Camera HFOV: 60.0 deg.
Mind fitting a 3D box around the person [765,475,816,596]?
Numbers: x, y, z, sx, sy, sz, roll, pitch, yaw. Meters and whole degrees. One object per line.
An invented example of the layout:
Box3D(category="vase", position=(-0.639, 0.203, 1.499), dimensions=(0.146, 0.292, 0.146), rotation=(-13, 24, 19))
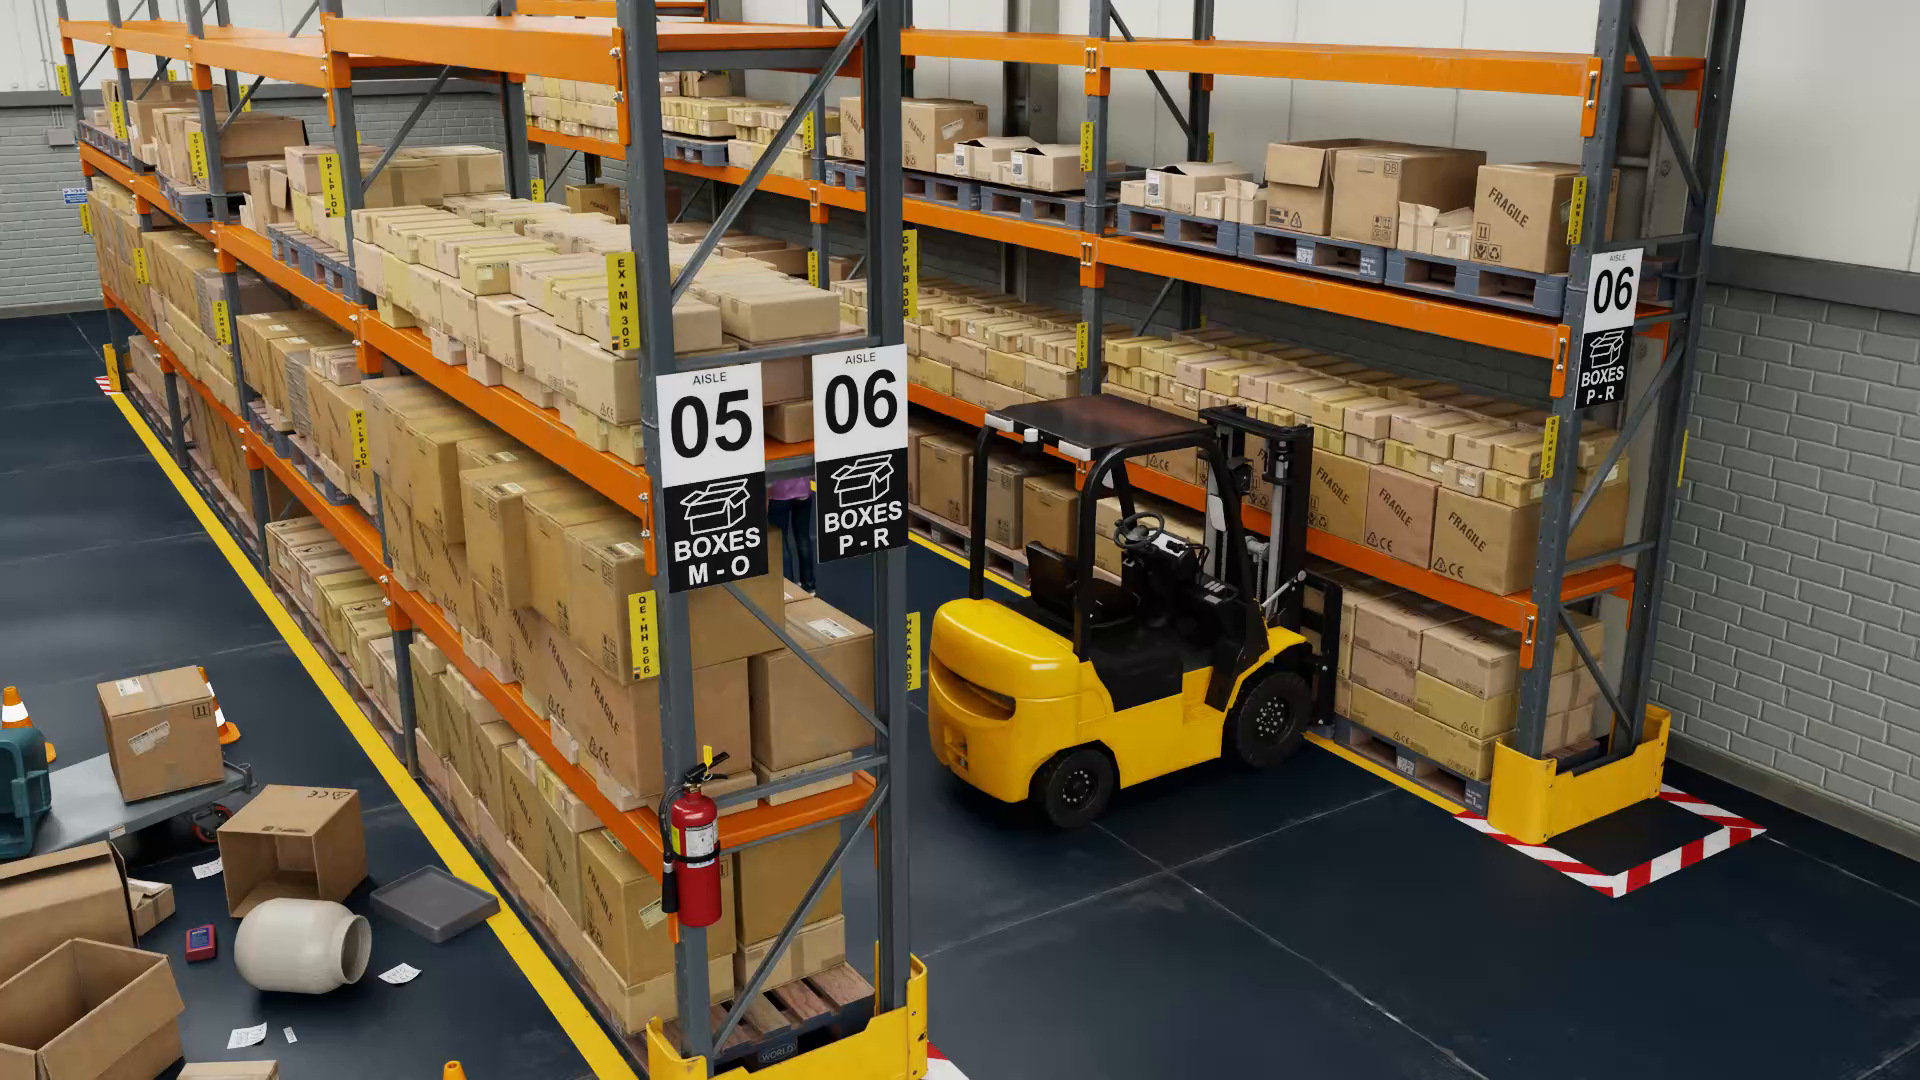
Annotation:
Box3D(category="person", position=(-1.298, -0.318, 12.534), dimensions=(0.405, 1.598, 0.304), rotation=(-11, 21, -30))
